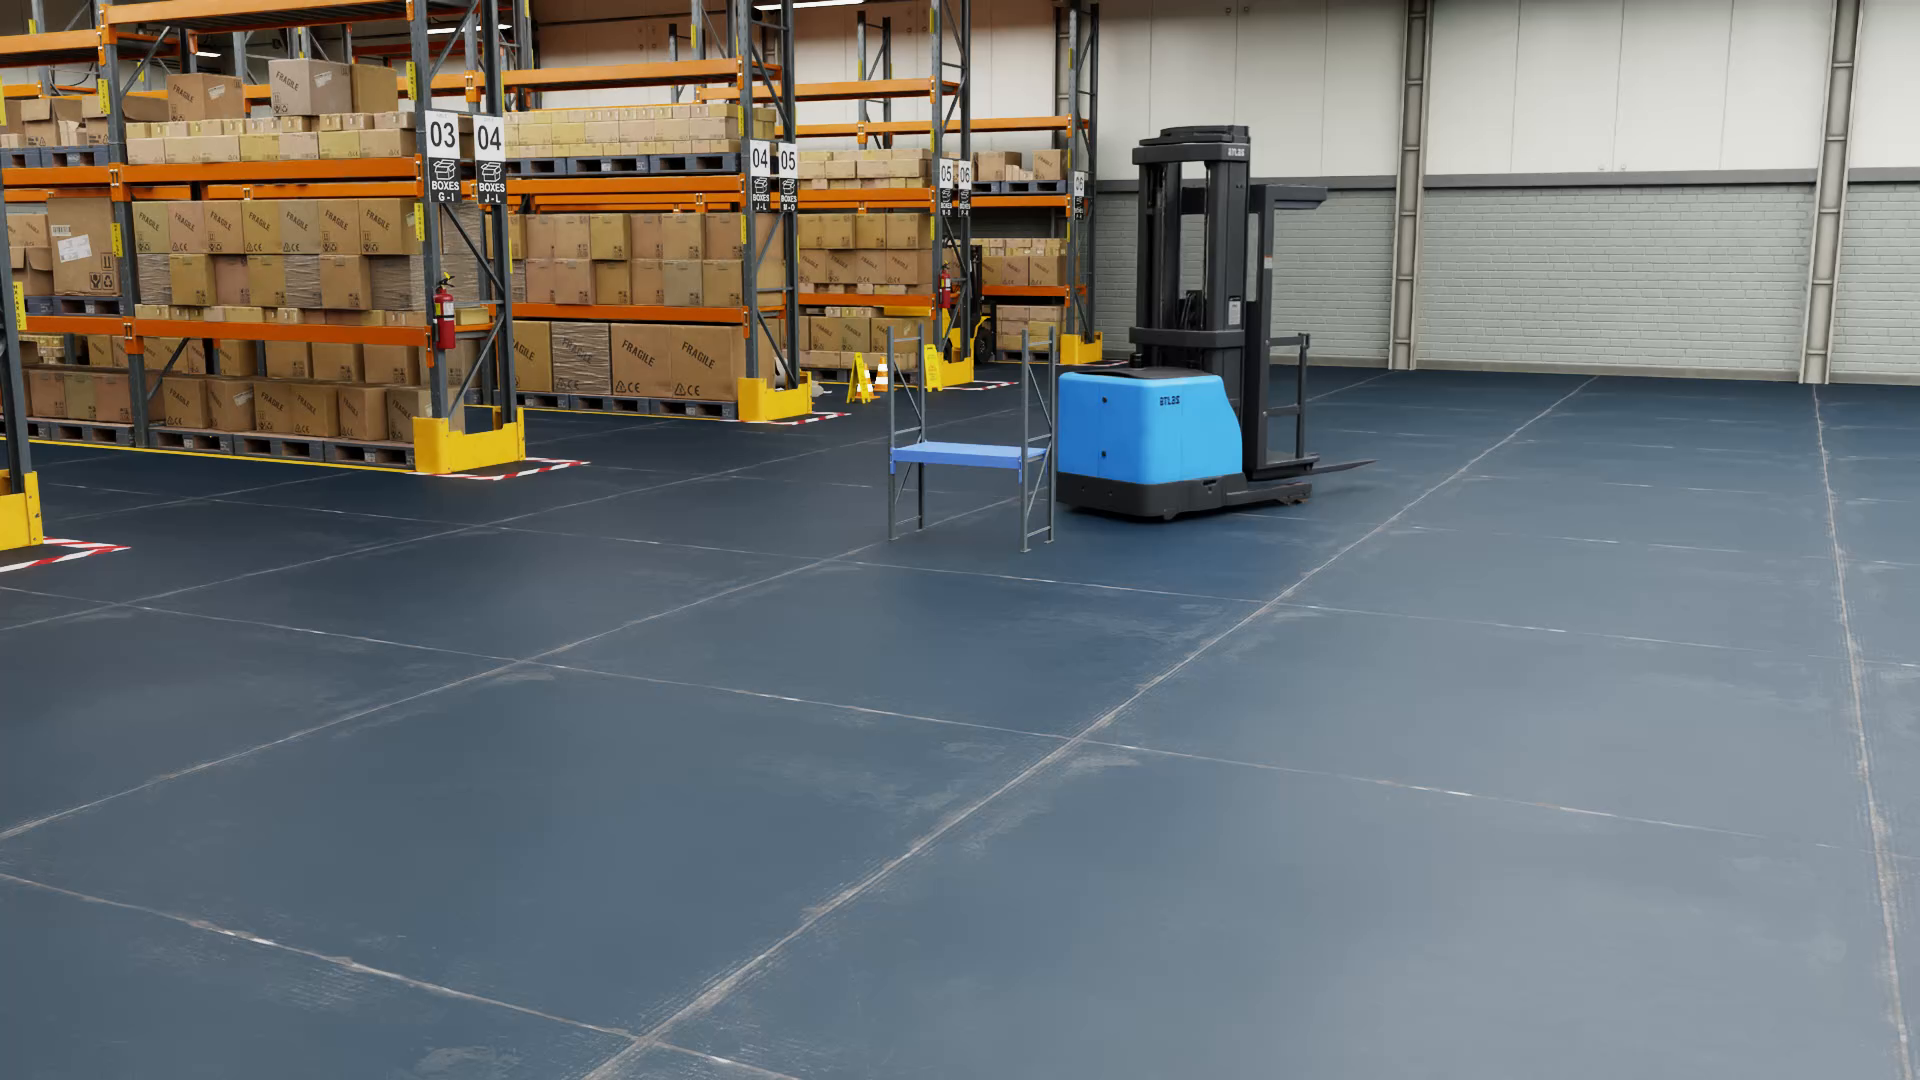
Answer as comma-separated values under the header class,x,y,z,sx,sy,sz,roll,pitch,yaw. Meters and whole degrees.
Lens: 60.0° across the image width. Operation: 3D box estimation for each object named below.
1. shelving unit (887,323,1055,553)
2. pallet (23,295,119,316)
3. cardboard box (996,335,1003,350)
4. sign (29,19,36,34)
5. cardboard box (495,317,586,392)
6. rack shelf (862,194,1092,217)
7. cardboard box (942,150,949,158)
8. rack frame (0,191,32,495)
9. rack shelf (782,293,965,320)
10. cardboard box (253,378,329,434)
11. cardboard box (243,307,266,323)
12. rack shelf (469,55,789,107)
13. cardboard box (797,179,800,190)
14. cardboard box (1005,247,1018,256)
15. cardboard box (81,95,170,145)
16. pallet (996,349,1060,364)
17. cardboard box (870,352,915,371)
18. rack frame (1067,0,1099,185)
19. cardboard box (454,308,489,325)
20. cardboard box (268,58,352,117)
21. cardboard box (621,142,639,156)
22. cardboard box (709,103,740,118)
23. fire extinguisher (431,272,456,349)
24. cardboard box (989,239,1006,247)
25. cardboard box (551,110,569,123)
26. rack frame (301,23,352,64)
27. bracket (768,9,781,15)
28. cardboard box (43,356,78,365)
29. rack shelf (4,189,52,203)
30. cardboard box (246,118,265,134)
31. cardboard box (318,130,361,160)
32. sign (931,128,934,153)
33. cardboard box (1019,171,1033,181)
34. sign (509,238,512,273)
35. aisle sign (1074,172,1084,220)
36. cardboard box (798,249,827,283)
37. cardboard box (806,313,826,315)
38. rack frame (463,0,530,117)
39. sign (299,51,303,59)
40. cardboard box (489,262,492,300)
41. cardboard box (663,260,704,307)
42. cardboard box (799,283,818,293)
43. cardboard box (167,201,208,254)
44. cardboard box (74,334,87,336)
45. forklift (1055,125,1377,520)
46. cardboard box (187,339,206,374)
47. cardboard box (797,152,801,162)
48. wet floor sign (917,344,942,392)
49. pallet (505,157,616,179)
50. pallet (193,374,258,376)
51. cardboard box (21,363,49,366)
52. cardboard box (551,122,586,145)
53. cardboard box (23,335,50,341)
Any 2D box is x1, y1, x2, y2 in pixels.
class,x,y,z,sx,sy,sz,roll,pitch,yaw
shelving unit,0.077,-0.731,11.560,1.048,1.500,0.538,5,11,26
pallet,-9.888,-2.556,17.967,1.213,0.211,1.003,5,11,26
cardboard box,0.623,-3.467,29.003,0.500,0.250,0.500,5,11,26
sign,-13.240,-7.264,23.755,0.005,0.325,0.100,5,11,26
cardboard box,-5.276,-2.369,21.183,0.875,0.875,0.875,5,11,27
rack shelf,0.277,-5.824,29.087,4.000,0.370,1.077,5,11,26
cardboard box,-0.351,-5.557,24.057,0.250,0.149,0.380,5,11,25
rack frame,-6.699,-1.378,10.922,0.127,3.000,1.000,5,11,26
rack shelf,-1.916,-3.555,24.972,4.000,0.370,1.077,5,11,26
cardboard box,-6.645,-1.343,16.566,0.500,0.500,0.500,4,11,21
cardboard box,-6.684,-2.180,16.056,0.250,0.149,0.380,5,11,26
rack shelf,-4.016,-5.512,20.062,4.000,0.370,1.077,5,11,26
cardboard box,-2.421,-5.240,24.544,0.250,0.149,0.380,5,11,25
cardboard box,0.970,-4.963,28.626,0.250,0.149,0.380,5,11,25
cardboard box,-8.472,-4.271,17.012,0.637,0.503,0.797,4,11,23
pallet,1.366,-3.226,28.964,1.213,0.211,1.003,5,11,26
cardboard box,-0.988,-2.628,24.370,0.500,0.250,0.500,5,11,26
rack frame,2.071,-7.497,27.885,0.127,3.000,1.000,5,11,26
cardboard box,-4.657,-2.106,15.649,0.250,0.149,0.380,5,11,26
cardboard box,-6.009,-4.168,15.397,0.500,0.500,0.500,5,11,26
cardboard box,-3.809,-4.634,19.734,0.250,0.149,0.380,5,11,26
cardboard box,-2.674,-4.926,19.111,0.250,0.149,0.380,5,11,26
fire extinguisher,-4.609,-2.048,14.843,0.183,0.674,0.296,5,11,26
cardboard box,0.701,-5.119,28.656,0.250,0.149,0.380,5,12,27
cardboard box,-4.718,-5.106,20.104,0.250,0.149,0.380,5,11,26
rack frame,-10.884,-7.649,28.728,0.127,3.000,1.000,5,11,26
bracket,-3.321,-9.850,30.782,0.430,0.232,0.235,5,11,26
cardboard box,-13.486,-2.679,24.937,0.250,0.149,0.380,5,11,27
rack shelf,-14.777,-5.179,25.518,4.000,0.370,1.077,5,11,26
cardboard box,-6.507,-3.896,15.715,0.250,0.149,0.380,5,12,27
cardboard box,-5.501,-3.608,15.239,0.500,0.250,0.500,5,11,26
sign,-0.386,-5.576,23.211,0.005,0.325,0.100,5,11,26
cardboard box,1.193,-6.170,28.221,0.250,0.149,0.380,5,11,24
sign,-4.267,-2.682,15.694,0.005,0.325,0.100,5,11,26
aisle sign,2.000,-5.772,27.900,0.004,0.787,0.394,5,11,26
cardboard box,-2.071,-4.069,24.676,0.500,0.500,0.500,5,11,26
cardboard box,-2.145,-3.206,25.458,0.500,0.500,0.500,6,12,29
rack frame,-5.809,-6.221,20.833,0.127,3.000,1.000,5,11,26
sign,-11.151,-8.100,28.152,0.005,0.325,0.100,5,11,26
cardboard box,-6.162,-3.402,21.825,0.500,0.500,0.500,5,11,26
cardboard box,-3.078,-3.089,19.954,0.550,0.550,0.875,5,11,26
cardboard box,-2.188,-3.750,24.731,0.250,0.149,0.380,5,11,26
cardboard box,-7.354,-3.057,16.273,0.500,0.500,0.500,5,11,26
cardboard box,-13.421,-3.087,25.519,0.250,0.149,0.380,6,12,29
forklift,2.201,-1.780,13.335,3.031,2.935,1.130,-8,13,-39
cardboard box,-10.566,-2.612,23.579,0.500,0.500,0.500,6,12,28
cardboard box,-2.379,-5.641,24.520,0.250,0.149,0.380,5,11,25
wet floor sign,-0.425,-2.407,23.220,0.267,0.644,0.232,-10,14,-43
pallet,-5.080,-4.635,20.742,1.213,0.211,1.003,5,11,26
pallet,-10.096,-2.273,23.699,1.213,0.211,1.003,5,11,26
cardboard box,-10.569,-1.695,18.455,0.500,0.500,0.700,4,11,21
cardboard box,-4.589,-4.910,20.143,0.500,0.250,0.500,5,11,25
cardboard box,-13.891,-3.014,25.117,0.250,0.149,0.380,5,11,25
